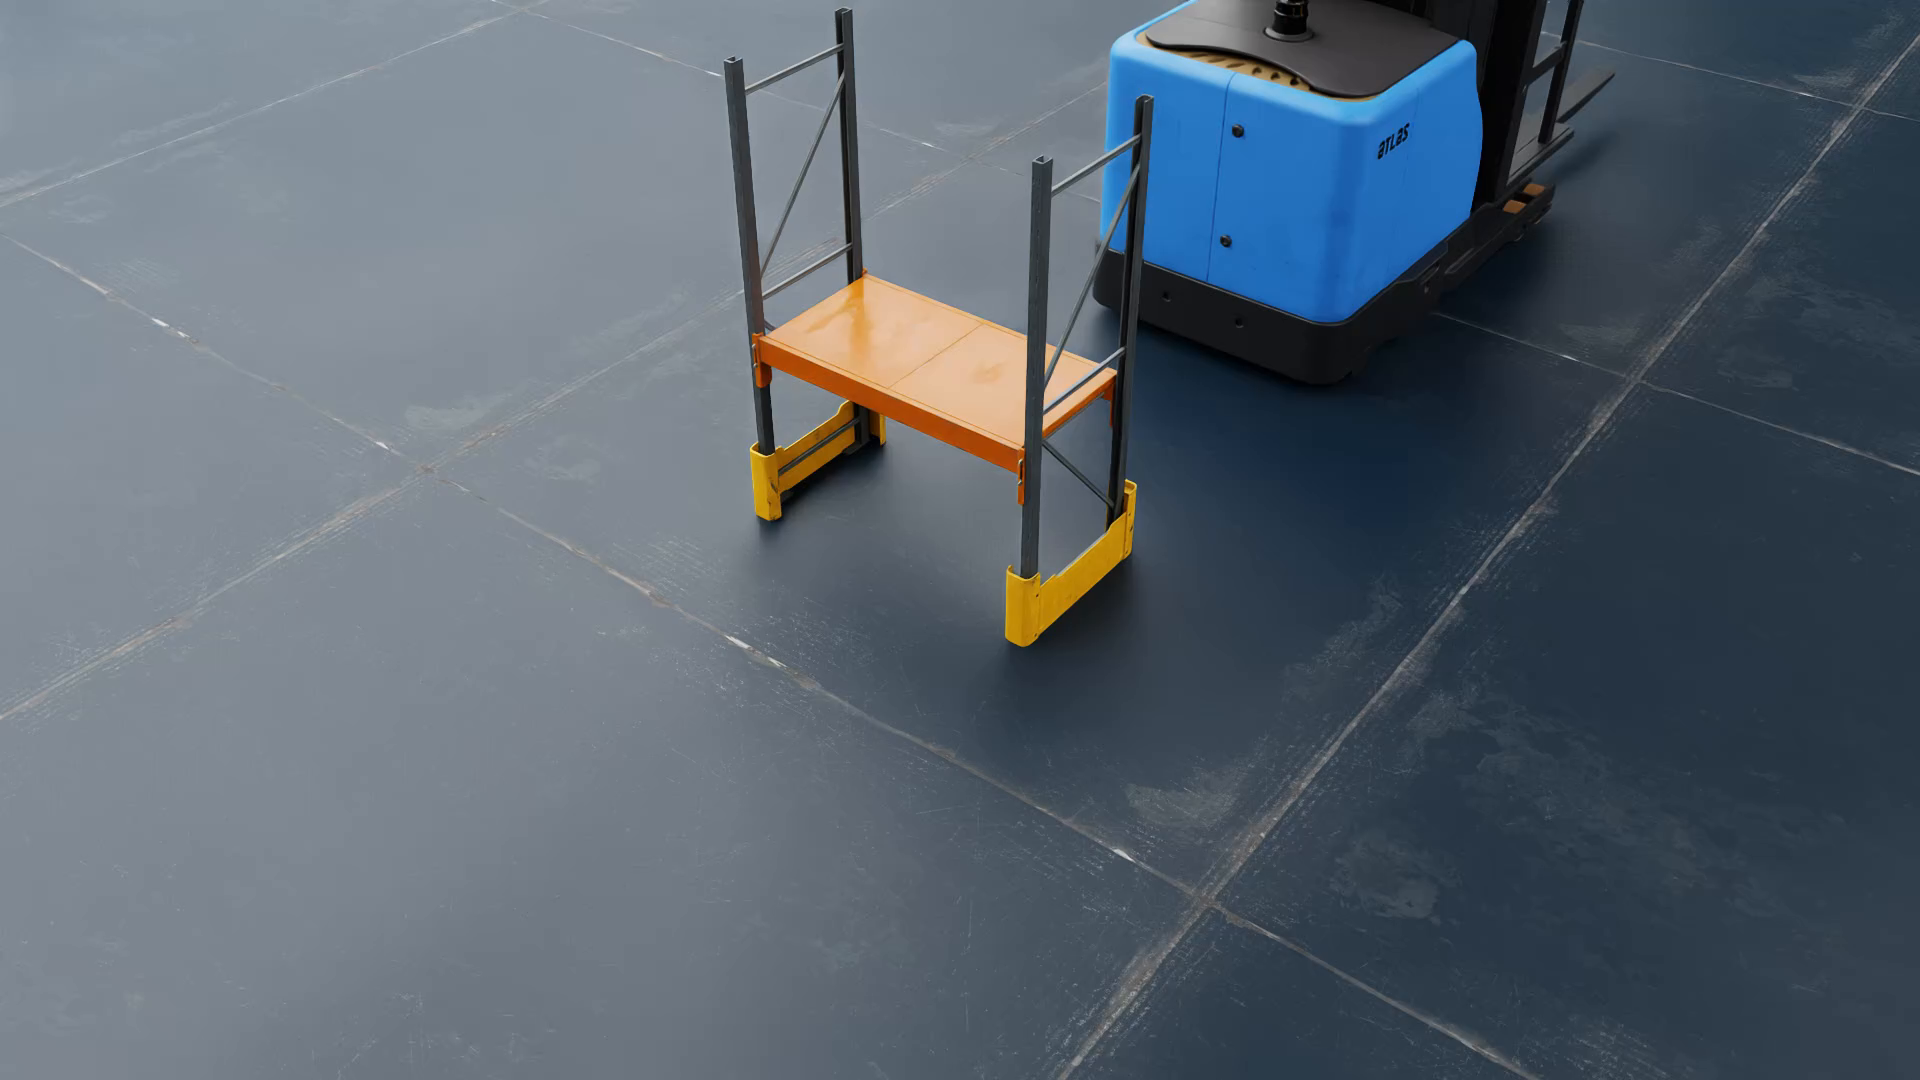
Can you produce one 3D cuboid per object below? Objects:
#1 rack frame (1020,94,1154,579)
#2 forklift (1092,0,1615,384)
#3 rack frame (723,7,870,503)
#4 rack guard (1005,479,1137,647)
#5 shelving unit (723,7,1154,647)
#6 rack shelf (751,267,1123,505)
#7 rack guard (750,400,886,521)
[{"bbox_3d":[0.336,-0.432,4.585,0.032,1.500,0.500,25,45,29],"label":"rack frame"},{"bbox_3d":[1.814,-2.547,6.125,1.130,2.935,3.031,26,45,29],"label":"forklift"},{"bbox_3d":[-0.472,-0.813,5.072,0.032,1.500,0.500,25,45,29],"label":"rack frame"},{"bbox_3d":[0.335,0.060,4.971,0.087,0.250,0.587,25,45,29],"label":"rack guard"},{"bbox_3d":[-0.061,-0.619,4.824,1.083,1.500,0.587,25,45,29],"label":"shelving unit"},{"bbox_3d":[-0.068,-0.481,4.939,1.000,0.185,0.538,25,45,29],"label":"rack shelf"},{"bbox_3d":[-0.456,-0.313,5.448,0.087,0.250,0.587,25,45,29],"label":"rack guard"}]
